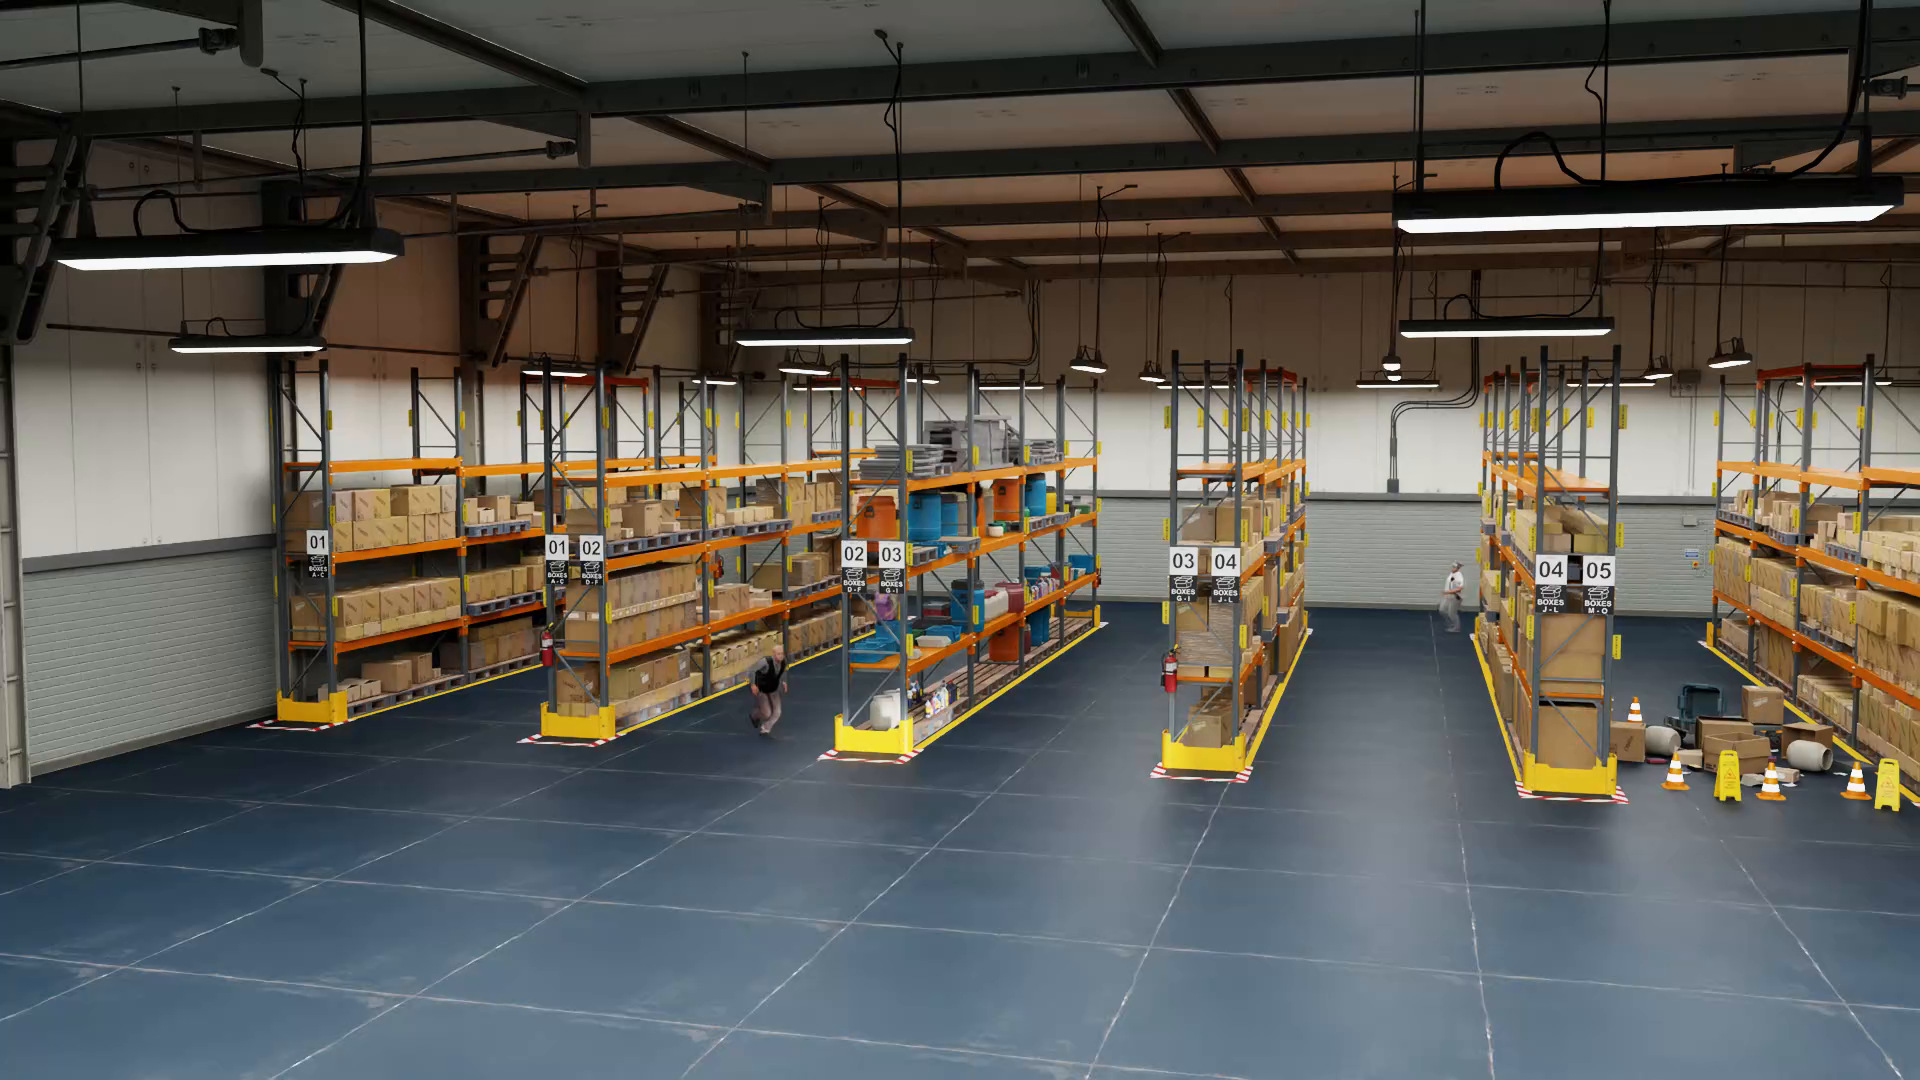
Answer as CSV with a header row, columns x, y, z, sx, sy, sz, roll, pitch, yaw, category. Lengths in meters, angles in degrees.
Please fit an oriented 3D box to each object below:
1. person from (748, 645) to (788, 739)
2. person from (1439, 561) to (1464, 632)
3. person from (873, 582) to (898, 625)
x,y,z,sx,sy,sz,roll,pitch,yaw,category
-3.052,2.376,26.083,0.672,1.525,0.909,-4,5,-41,person
11.534,1.342,38.987,0.598,1.746,0.716,-1,4,-13,person
-1.465,1.585,32.527,0.540,1.626,0.668,2,4,21,person
